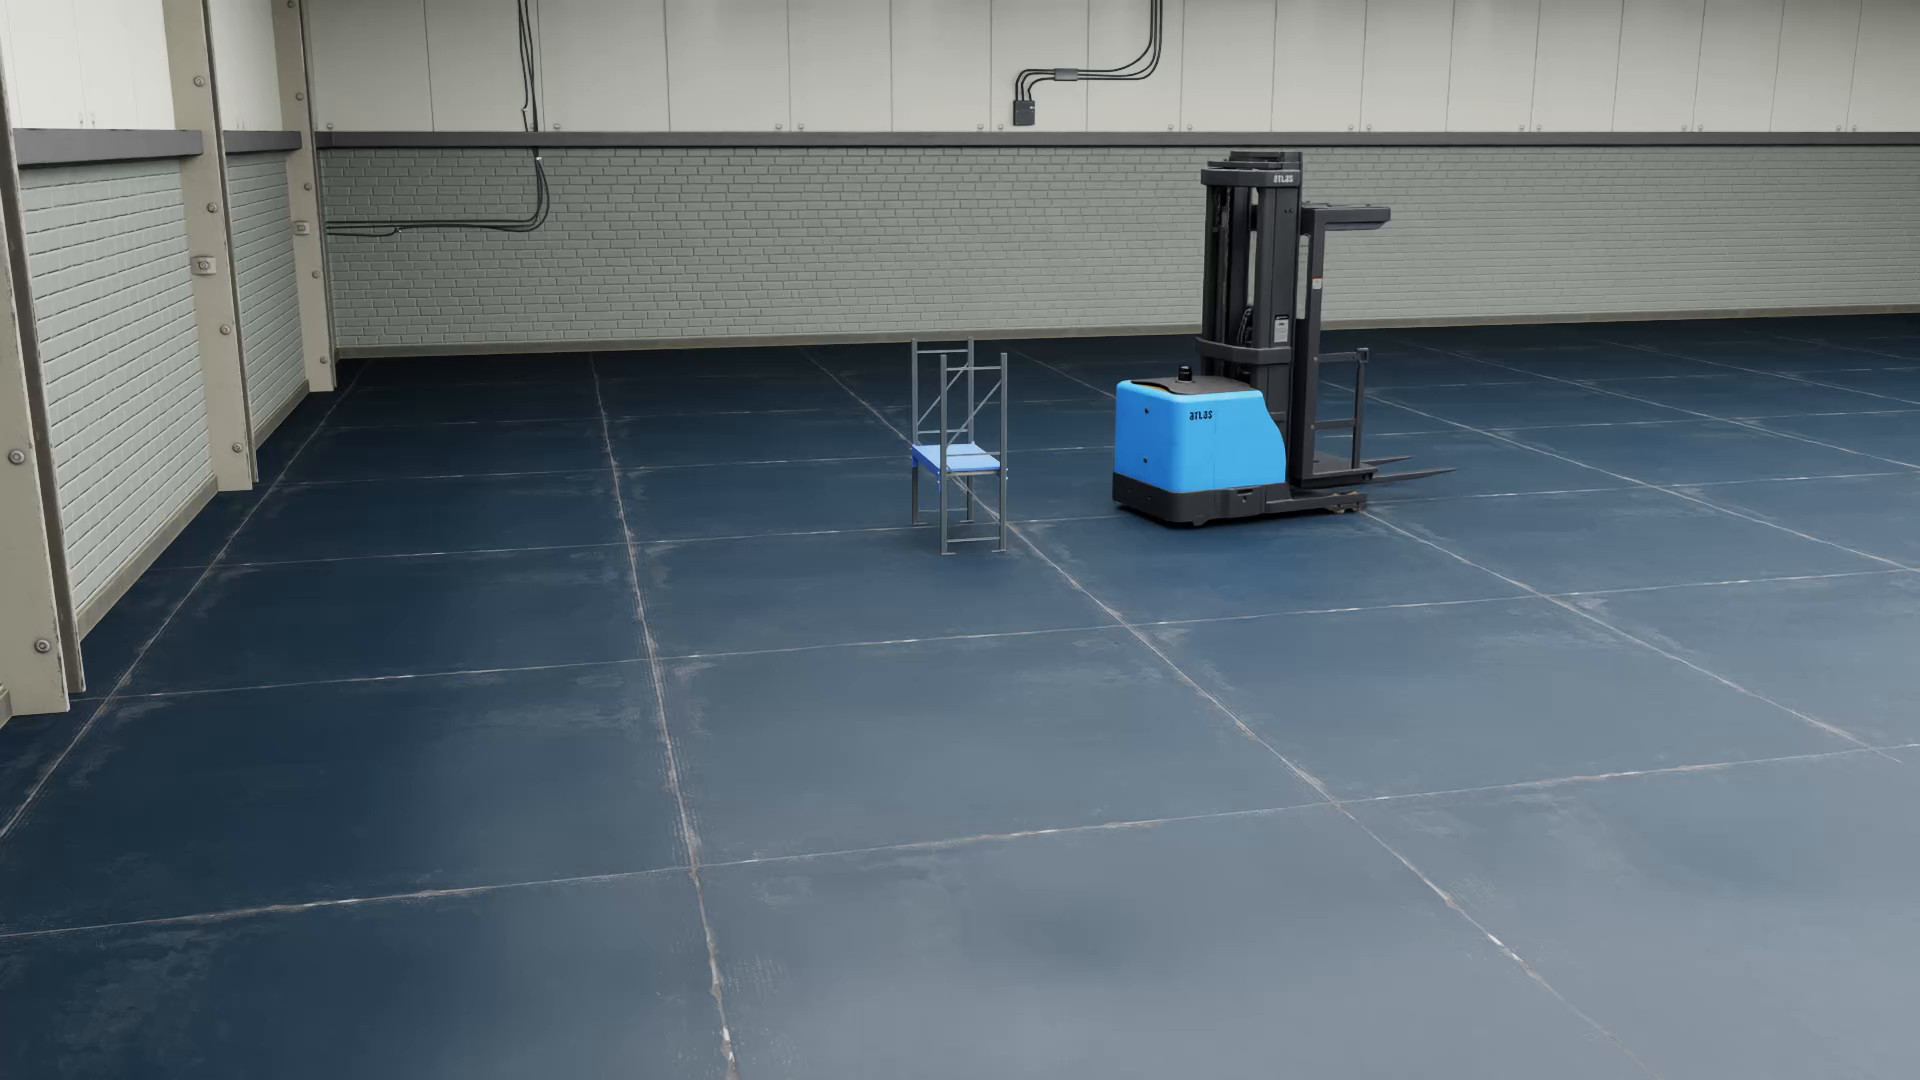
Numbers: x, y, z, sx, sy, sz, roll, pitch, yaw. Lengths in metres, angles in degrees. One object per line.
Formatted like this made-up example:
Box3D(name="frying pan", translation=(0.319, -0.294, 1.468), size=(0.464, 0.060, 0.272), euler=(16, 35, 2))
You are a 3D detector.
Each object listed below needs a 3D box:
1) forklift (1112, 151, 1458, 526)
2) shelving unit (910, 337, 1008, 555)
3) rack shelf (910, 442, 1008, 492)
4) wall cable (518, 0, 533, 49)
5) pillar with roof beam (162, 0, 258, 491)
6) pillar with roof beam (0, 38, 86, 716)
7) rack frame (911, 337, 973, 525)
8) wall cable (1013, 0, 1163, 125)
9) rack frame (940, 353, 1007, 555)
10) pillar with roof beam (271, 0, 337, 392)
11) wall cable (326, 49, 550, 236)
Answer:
Box3D(name="forklift", translation=(2.844, -1.748, 13.908), size=(3.031, 2.935, 1.130), euler=(-6, 15, -24))
Box3D(name="shelving unit", translation=(-0.020, -0.748, 12.830), size=(0.538, 1.500, 1.048), euler=(-3, 14, -13))
Box3D(name="rack shelf", translation=(-0.020, -0.574, 12.872), size=(0.538, 0.185, 1.000), euler=(-3, 14, -13))
Box3D(name="wall cable", translation=(-4.670, -8.088, 22.972), size=(3.097, 2.526, 0.112), euler=(-3, 14, -13))
Box3D(name="pillar with roof beam", translation=(-2.300, -5.095, 14.819), size=(9.100, 9.000, 0.400), euler=(-3, 14, -13))
Box3D(name="pillar with roof beam", translation=(-0.891, -3.710, 9.154), size=(9.100, 9.000, 0.400), euler=(-3, 14, -13))
Box3D(name="rack frame", translation=(-0.139, -0.866, 13.310), size=(0.500, 1.500, 0.032), euler=(-3, 14, -13))
Box3D(name="wall cable", translation=(1.932, -9.170, 24.333), size=(2.305, 6.003, 0.169), euler=(-3, 14, -13))
Box3D(name="rack frame", translation=(0.099, -0.631, 12.350), size=(0.500, 1.500, 0.032), euler=(-3, 14, -13))
Box3D(name="pillar with roof beam", translation=(-3.709, -6.479, 20.485), size=(9.100, 9.000, 0.400), euler=(-3, 14, -13))
Box3D(name="wall cable", translation=(-7.300, -5.484, 22.955), size=(3.097, 2.526, 0.112), euler=(-3, 14, -13))
